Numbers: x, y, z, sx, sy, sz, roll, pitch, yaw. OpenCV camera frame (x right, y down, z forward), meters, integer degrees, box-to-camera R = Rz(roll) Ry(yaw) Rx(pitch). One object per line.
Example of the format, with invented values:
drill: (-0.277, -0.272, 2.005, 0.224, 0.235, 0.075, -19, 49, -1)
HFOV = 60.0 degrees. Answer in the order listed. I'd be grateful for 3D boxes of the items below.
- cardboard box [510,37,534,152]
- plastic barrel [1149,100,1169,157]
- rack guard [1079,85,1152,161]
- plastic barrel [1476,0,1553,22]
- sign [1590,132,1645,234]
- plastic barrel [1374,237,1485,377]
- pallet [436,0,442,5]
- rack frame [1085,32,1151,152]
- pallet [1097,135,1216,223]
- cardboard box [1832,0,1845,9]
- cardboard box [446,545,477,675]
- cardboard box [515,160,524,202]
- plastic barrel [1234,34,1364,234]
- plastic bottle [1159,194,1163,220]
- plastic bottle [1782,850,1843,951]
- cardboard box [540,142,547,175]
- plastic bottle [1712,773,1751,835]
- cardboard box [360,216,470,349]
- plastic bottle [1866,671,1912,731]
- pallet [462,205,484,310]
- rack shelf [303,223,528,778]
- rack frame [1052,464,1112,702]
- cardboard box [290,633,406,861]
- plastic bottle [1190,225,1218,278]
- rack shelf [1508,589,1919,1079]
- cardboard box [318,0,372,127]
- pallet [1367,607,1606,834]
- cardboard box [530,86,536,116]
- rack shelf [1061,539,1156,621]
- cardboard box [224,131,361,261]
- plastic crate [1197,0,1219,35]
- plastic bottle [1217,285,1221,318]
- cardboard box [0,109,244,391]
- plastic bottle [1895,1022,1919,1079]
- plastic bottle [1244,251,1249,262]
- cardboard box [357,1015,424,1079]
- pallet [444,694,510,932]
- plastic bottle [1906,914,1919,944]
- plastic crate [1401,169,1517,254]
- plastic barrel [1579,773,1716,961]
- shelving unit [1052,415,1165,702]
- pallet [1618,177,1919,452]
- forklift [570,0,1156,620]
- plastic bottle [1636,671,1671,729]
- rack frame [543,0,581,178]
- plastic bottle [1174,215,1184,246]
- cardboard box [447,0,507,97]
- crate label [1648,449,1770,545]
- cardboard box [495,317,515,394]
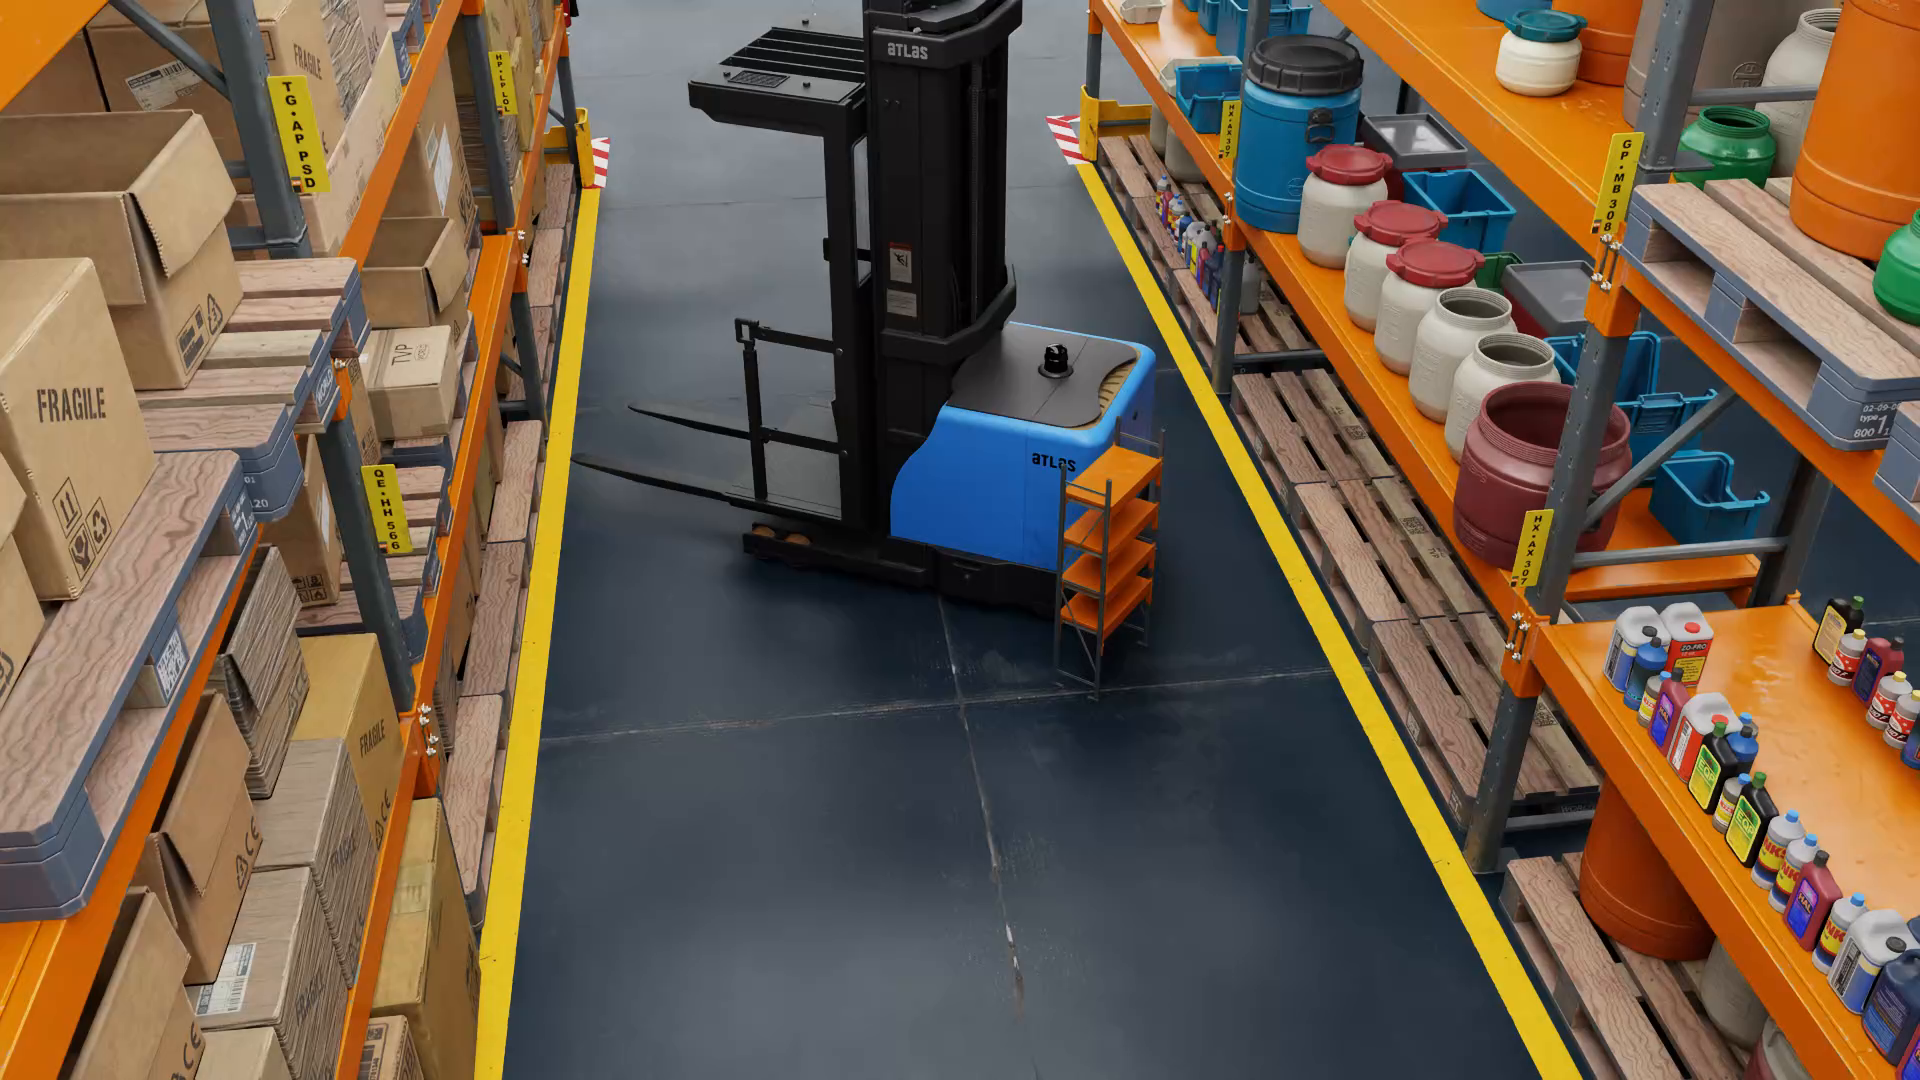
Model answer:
cardboard box: (-2.908, -2.505, 9.410, 0.875, 0.500, 0.500, -4, 35, -6)
plastic barrel: (1.658, -3.195, 12.611, 0.421, 0.512, 0.421, 0, 34, 0)
rack guard: (1.551, -3.339, 13.206, 1.175, 0.500, 0.348, -4, 35, -6)
plastic barrel: (2.491, -2.628, 6.834, 0.600, 0.901, 0.708, -4, 35, -6)
sign: (2.026, -1.097, 5.126, 0.100, 0.325, 0.005, -4, 35, -6)
plastic barrel: (2.100, -1.033, 7.482, 0.433, 0.535, 0.433, 0, 34, 0)
pallet: (-2.898, -2.613, 7.424, 1.213, 0.211, 1.003, -4, 35, -6)
rack frame: (1.494, -4.411, 12.559, 1.000, 3.000, 0.127, -4, 35, -6)
pallet: (1.655, -2.766, 12.621, 1.003, 0.211, 1.213, -4, 35, -6)
cardboard box: (6.589, -3.993, 11.858, 0.700, 0.500, 0.500, -4, 34, -6)
cardboard box: (-2.618, 0.283, 7.500, 0.700, 0.500, 0.500, -2, 34, -2)
cardboard box: (-2.628, -1.983, 9.219, 0.380, 0.149, 0.250, -4, 35, -6)
plastic barrel: (1.784, -2.147, 8.792, 0.600, 0.901, 0.708, -4, 35, -6)
plastic bottle: (1.443, -2.343, 11.619, 0.097, 0.201, 0.097, 0, 34, 0)
plastic bottle: (2.418, 1.016, 4.699, 0.061, 0.283, 0.133, -4, 35, -6)
cardboard box: (-3.347, -2.827, 12.081, 0.500, 0.500, 0.500, 2, 34, 2)
plastic bottle: (2.376, 0.801, 5.088, 0.097, 0.201, 0.097, 0, 34, 0)
cardboard box: (-2.551, -1.059, 7.176, 0.797, 0.503, 0.637, -1, 34, -1)
plastic bottle: (3.076, 0.524, 5.495, 0.097, 0.201, 0.097, 0, 34, 0)
pallet: (-2.917, -1.287, 8.145, 1.003, 0.211, 1.213, -4, 35, -6)
rack shelf: (-2.607, -0.390, 7.298, 1.077, 0.370, 4.000, -4, 35, -6)
rack frame: (0.536, 0.209, 7.378, 0.240, 1.200, 0.015, 20, 39, 27)
cardboard box: (-2.026, 0.644, 5.053, 0.500, 0.500, 0.500, -3, 34, -5)
plastic bottle: (1.591, -1.891, 10.822, 0.144, 0.351, 0.185, -5, 35, -7)
rack shelf: (2.839, 1.467, 4.573, 1.077, 0.370, 4.000, -4, 35, -6)
cardboard box: (-2.211, -1.624, 5.273, 0.500, 0.500, 0.500, -4, 34, -6)
pallet: (2.504, 0.771, 7.432, 1.003, 0.211, 1.213, -4, 35, -6)
cardboard box: (-2.822, -2.679, 10.240, 0.380, 0.149, 0.250, -4, 35, -6)
rack shelf: (0.668, 0.149, 7.585, 0.258, 0.148, 0.480, 20, 39, 27)
cardboard box: (-2.149, -1.031, 5.068, 0.500, 0.250, 0.500, -4, 34, -6)
plastic crate: (1.940, -3.730, 11.692, 0.499, 0.251, 0.408, -4, 35, -6)
plastic bottle: (1.640, -1.481, 10.282, 0.061, 0.283, 0.133, -3, 34, -4)
cardboard box: (-2.185, -0.692, 3.974, 0.797, 0.503, 0.637, -2, 34, -4)
plastic bottle: (2.492, 1.323, 4.249, 0.061, 0.283, 0.133, -4, 35, -6)
plastic bottle: (1.777, -1.705, 10.616, 0.152, 0.276, 0.135, -4, 35, -6)
cardboard box: (-2.154, 2.018, 4.639, 1.225, 0.875, 0.875, -4, 35, -6)
pallet: (-2.442, 1.145, 6.883, 1.003, 0.211, 1.213, -4, 35, -6)
plastic bottle: (2.645, 1.117, 4.492, 0.144, 0.351, 0.185, -4, 35, -6)
plastic crate: (2.489, -1.580, 8.419, 0.392, 0.384, 0.575, -4, 35, -6)
plastic barrel: (2.653, 1.048, 6.102, 0.600, 0.830, 0.708, -4, 35, -6)
shelving unit: (0.668, 0.093, 7.547, 0.258, 1.200, 0.503, 20, 39, 27)
pallet: (2.576, -0.674, 4.579, 1.003, 0.211, 1.213, -4, 35, -6)
forklift: (-0.582, -1.337, 8.110, 3.031, 2.935, 1.130, 12, 36, 17)
plastic bottle: (2.309, 0.523, 5.496, 0.097, 0.201, 0.097, 0, 34, 0)
rack frame: (-3.414, -4.036, 12.008, 1.000, 3.000, 0.127, -4, 35, -6)
plastic bottle: (1.502, -2.099, 11.260, 0.097, 0.201, 0.097, 0, 34, 0)
cardboard box: (-2.685, -2.651, 8.736, 0.500, 0.500, 0.500, -4, 35, -6)
crate label: (2.885, -0.141, 6.442, 0.303, 0.233, 0.416, -4, 35, -6)
cardboard box: (-2.890, -1.170, 9.651, 0.500, 0.500, 0.500, -5, 35, -8)
